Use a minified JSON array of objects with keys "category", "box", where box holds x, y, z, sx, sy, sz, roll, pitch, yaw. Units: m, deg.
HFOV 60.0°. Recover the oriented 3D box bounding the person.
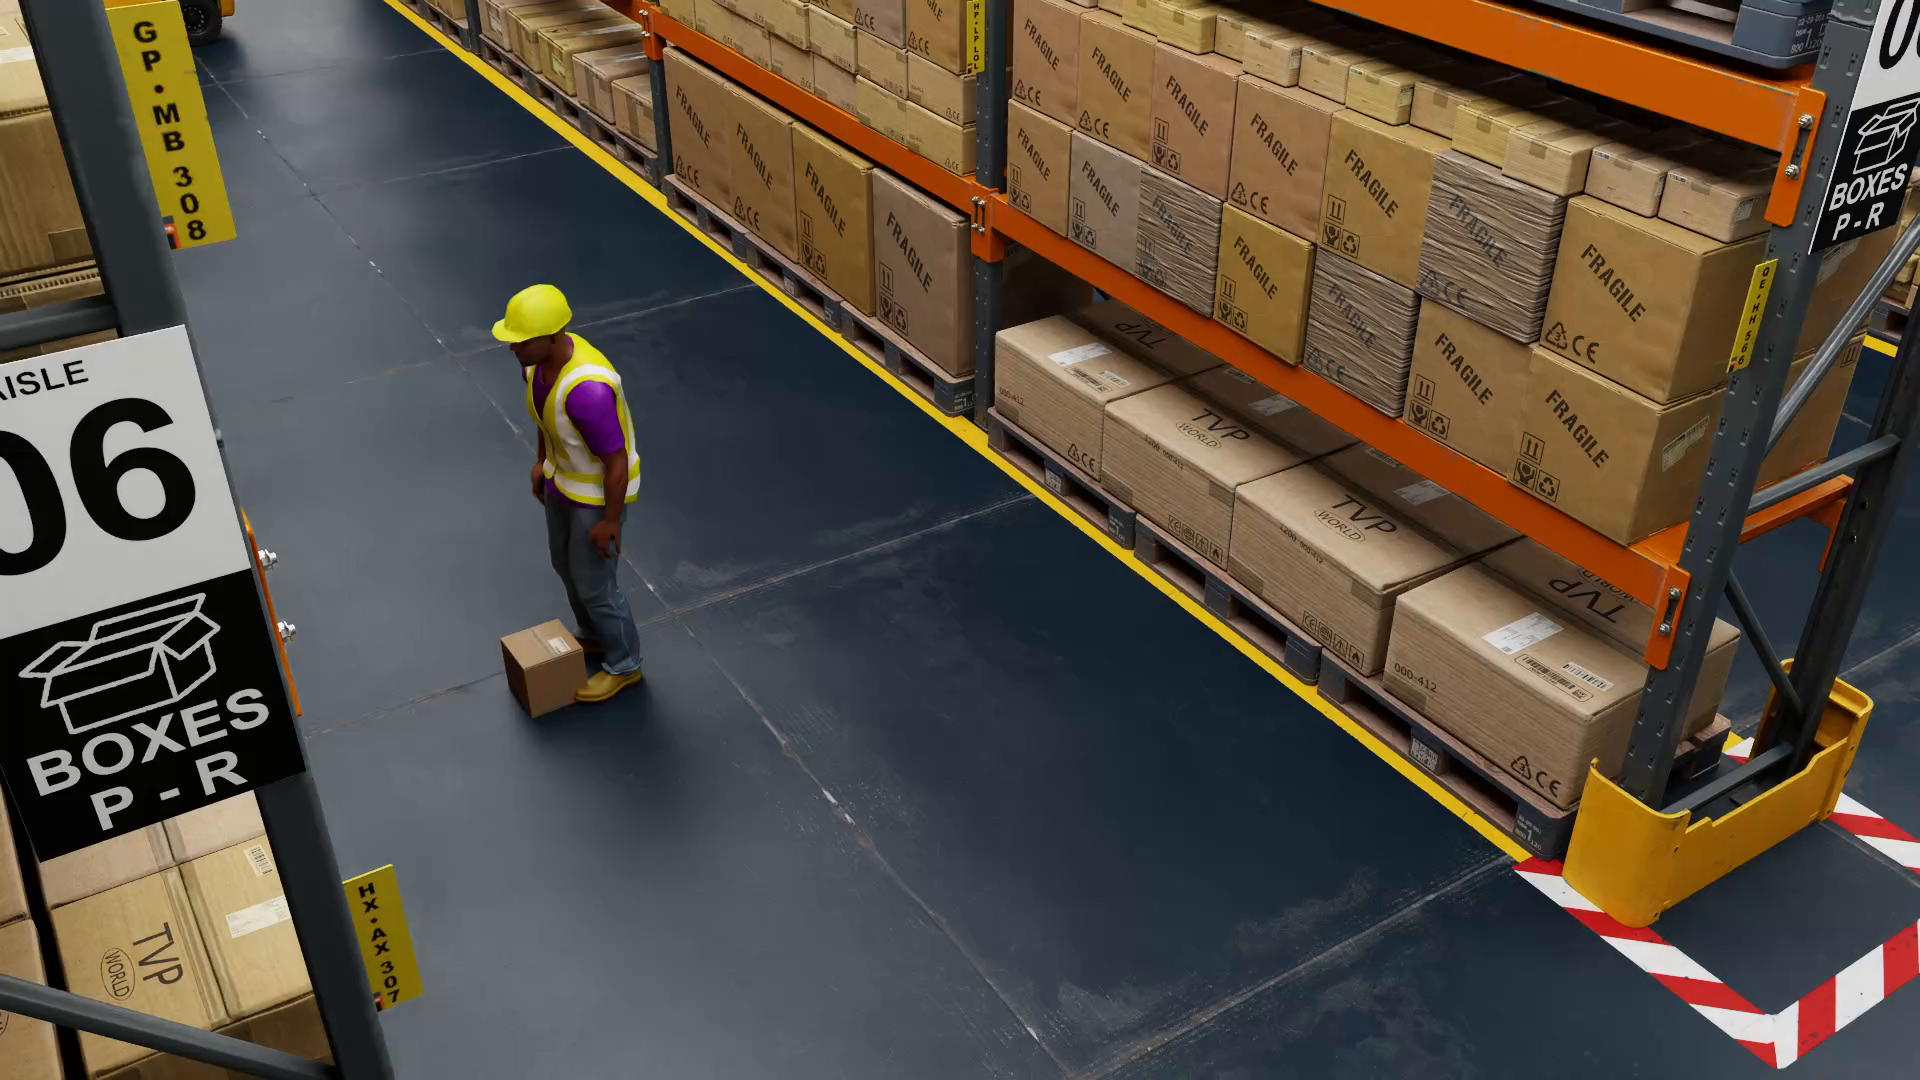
[{"category":"person","box":[-1.479,-0.185,6.413,0.458,1.760,0.634,-21,38,-30]}]
